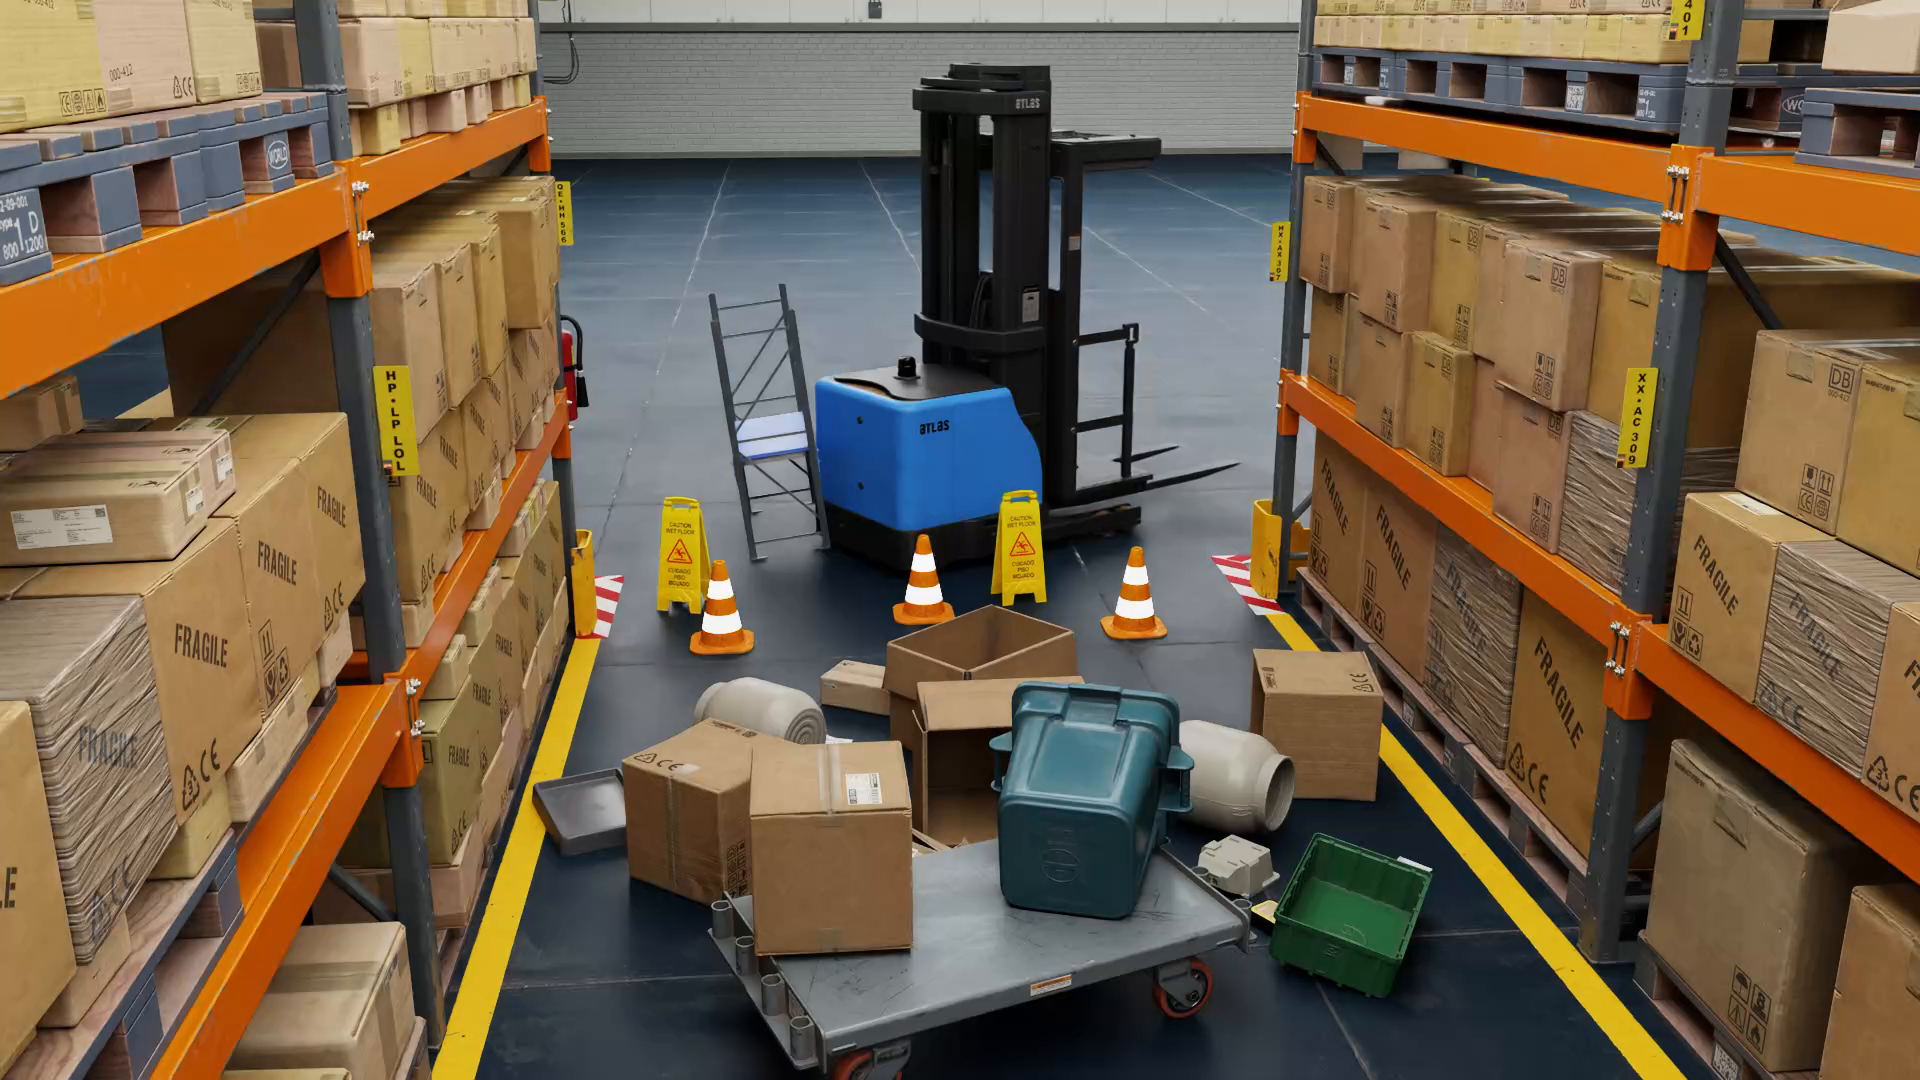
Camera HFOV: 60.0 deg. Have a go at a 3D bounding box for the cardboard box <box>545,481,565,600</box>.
[{"bbox_3d":[-2.260,0.019,8.247,0.500,0.500,0.500,-2,18,-5],"label":"cardboard box"}]

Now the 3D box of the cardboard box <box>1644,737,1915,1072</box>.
[{"bbox_3d":[2.877,1.098,5.226,1.050,0.750,0.750,-2,18,-6],"label":"cardboard box"}]

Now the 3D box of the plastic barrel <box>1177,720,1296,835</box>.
[{"bbox_3d":[1.081,0.982,6.844,0.512,0.421,0.421,11,21,32],"label":"plastic barrel"}]

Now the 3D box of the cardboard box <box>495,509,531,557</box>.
[{"bbox_3d":[-2.107,-0.030,7.319,0.380,0.149,0.250,-1,17,-3],"label":"cardboard box"}]

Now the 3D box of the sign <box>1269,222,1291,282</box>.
[{"bbox_3d":[1.758,-1.584,9.138,0.100,0.325,0.005,-2,18,-6],"label":"sign"}]

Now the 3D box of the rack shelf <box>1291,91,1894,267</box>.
[{"bbox_3d":[2.517,-1.641,7.089,1.077,0.370,4.000,-2,18,-6],"label":"rack shelf"}]

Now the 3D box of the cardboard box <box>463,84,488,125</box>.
[{"bbox_3d":[-2.084,-1.723,6.569,0.380,0.149,0.250,-2,18,-6],"label":"cardboard box"}]

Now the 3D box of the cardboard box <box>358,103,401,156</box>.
[{"bbox_3d":[-1.947,-1.266,5.112,0.380,0.149,0.250,-2,18,-6],"label":"cardboard box"}]

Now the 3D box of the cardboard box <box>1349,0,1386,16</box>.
[{"bbox_3d":[2.159,-2.595,7.814,0.500,0.250,0.500,-2,18,-6],"label":"cardboard box"}]

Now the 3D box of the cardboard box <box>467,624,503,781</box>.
[{"bbox_3d":[-2.049,0.636,6.279,0.500,0.500,0.500,-1,17,-3],"label":"cardboard box"}]

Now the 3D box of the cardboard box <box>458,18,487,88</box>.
[{"bbox_3d":[-2.118,-1.868,6.366,0.500,0.250,0.500,-2,18,-5],"label":"cardboard box"}]

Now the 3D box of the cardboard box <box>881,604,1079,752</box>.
[{"bbox_3d":[0.097,0.670,7.701,0.637,0.503,0.797,16,24,42],"label":"cardboard box"}]

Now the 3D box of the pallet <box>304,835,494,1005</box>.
[{"bbox_3d":[-2.294,1.357,6.001,1.003,0.211,1.213,-2,18,-6],"label":"pallet"}]

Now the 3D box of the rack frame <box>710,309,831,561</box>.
[{"bbox_3d":[-1.137,-0.621,10.059,0.500,1.500,0.032,-9,18,-6],"label":"rack frame"}]

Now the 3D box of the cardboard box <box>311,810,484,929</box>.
[{"bbox_3d":[-1.982,1.153,5.885,0.500,0.250,0.500,-3,18,-8],"label":"cardboard box"}]

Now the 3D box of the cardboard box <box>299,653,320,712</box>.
[{"bbox_3d":[-1.852,0.369,4.211,0.380,0.149,0.250,-2,18,-7],"label":"cardboard box"}]

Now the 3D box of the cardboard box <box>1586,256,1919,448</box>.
[{"bbox_3d":[2.720,-0.655,5.702,0.875,0.550,0.550,-2,18,-6],"label":"cardboard box"}]

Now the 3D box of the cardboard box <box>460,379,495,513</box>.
[{"bbox_3d":[-2.072,-0.402,6.287,0.500,0.500,0.500,-2,18,-6],"label":"cardboard box"}]

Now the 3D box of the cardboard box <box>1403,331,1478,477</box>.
[{"bbox_3d":[2.501,-0.621,7.396,0.875,0.550,0.500,-2,18,-6],"label":"cardboard box"}]

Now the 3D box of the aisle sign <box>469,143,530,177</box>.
[{"bbox_3d":[-2.320,-2.233,8.443,0.394,0.787,0.004,-2,18,-6],"label":"aisle sign"}]

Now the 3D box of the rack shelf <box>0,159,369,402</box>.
[{"bbox_3d":[-1.983,-0.266,2.710,1.077,0.370,4.000,-2,18,-6],"label":"rack shelf"}]

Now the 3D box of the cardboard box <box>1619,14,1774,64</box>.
[{"bbox_3d":[2.368,-1.615,5.357,0.380,0.149,0.250,-2,18,-6],"label":"cardboard box"}]

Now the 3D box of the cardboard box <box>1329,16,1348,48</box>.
[{"bbox_3d":[2.054,-2.520,8.240,0.380,0.149,0.250,-2,18,-5],"label":"cardboard box"}]

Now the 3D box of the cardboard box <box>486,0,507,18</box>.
[{"bbox_3d":[-2.241,-2.412,7.433,0.380,0.149,0.250,-2,18,-6],"label":"cardboard box"}]

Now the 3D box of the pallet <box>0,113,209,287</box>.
[{"bbox_3d":[-2.122,-0.619,2.948,1.213,0.211,1.003,-2,18,-6],"label":"pallet"}]

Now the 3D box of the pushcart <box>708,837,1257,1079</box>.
[{"bbox_3d":[0.073,1.392,5.614,1.648,0.377,0.936,-8,19,-25],"label":"pushcart"}]

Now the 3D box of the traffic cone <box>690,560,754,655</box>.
[{"bbox_3d":[-1.275,0.333,8.844,0.336,0.463,0.334,-2,18,-6],"label":"traffic cone"}]

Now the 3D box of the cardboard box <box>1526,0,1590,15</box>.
[{"bbox_3d":[2.365,-1.996,5.905,0.500,0.250,0.500,-2,18,-6],"label":"cardboard box"}]

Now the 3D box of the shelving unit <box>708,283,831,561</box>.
[{"bbox_3d":[-1.215,-0.771,10.538,0.538,1.500,1.048,-9,18,-6],"label":"shelving unit"}]

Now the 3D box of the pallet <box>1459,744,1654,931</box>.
[{"bbox_3d":[2.723,1.144,6.679,1.003,0.211,1.213,-2,18,-6],"label":"pallet"}]

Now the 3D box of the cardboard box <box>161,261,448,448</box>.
[{"bbox_3d":[-2.019,-0.578,5.179,0.700,0.500,0.500,-2,18,-6],"label":"cardboard box"}]

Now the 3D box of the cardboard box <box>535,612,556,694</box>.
[{"bbox_3d":[-2.206,0.533,7.861,0.500,0.250,0.500,-2,18,-5],"label":"cardboard box"}]

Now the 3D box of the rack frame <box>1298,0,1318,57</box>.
[{"bbox_3d":[2.311,-4.011,8.430,1.000,3.000,0.127,-2,18,-6],"label":"rack frame"}]

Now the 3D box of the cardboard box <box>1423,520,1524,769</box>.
[{"bbox_3d":[2.631,0.398,7.246,0.875,0.875,0.875,-2,18,-5],"label":"cardboard box"}]

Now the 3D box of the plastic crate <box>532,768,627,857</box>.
[{"bbox_3d":[-1.536,1.126,6.957,0.402,0.080,0.583,-8,19,-25],"label":"plastic crate"}]

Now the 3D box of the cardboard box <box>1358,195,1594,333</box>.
[{"bbox_3d":[2.382,-1.292,7.730,0.875,0.550,0.550,-2,18,-6],"label":"cardboard box"}]

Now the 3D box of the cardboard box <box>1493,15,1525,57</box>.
[{"bbox_3d":[2.263,-1.918,6.321,0.380,0.149,0.250,-2,17,-5],"label":"cardboard box"}]

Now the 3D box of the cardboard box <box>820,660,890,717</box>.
[{"bbox_3d":[-0.458,0.722,8.128,0.380,0.149,0.250,8,19,23],"label":"cardboard box"}]

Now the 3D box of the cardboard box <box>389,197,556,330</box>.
[{"bbox_3d":[-2.133,-1.187,7.118,0.700,0.500,0.500,-2,18,-6],"label":"cardboard box"}]

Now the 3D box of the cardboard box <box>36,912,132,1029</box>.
[{"bbox_3d":[-1.744,0.752,2.993,0.380,0.149,0.250,-1,17,-4],"label":"cardboard box"}]

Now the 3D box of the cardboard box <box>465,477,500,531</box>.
[{"bbox_3d":[-2.026,-0.139,6.532,0.380,0.149,0.250,-2,18,-5],"label":"cardboard box"}]

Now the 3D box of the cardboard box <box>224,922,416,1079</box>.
[{"bbox_3d":[-2.133,1.436,4.783,0.950,0.372,0.625,-2,17,-5],"label":"cardboard box"}]

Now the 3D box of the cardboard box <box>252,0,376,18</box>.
[{"bbox_3d":[-1.898,-1.570,4.749,0.380,0.149,0.250,-2,18,-7],"label":"cardboard box"}]

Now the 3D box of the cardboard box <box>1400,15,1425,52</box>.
[{"bbox_3d":[2.158,-2.220,7.284,0.380,0.149,0.250,-2,18,-6],"label":"cardboard box"}]

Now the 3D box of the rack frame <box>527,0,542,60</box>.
[{"bbox_3d":[-2.602,-3.828,7.847,1.000,3.000,0.127,-2,18,-6],"label":"rack frame"}]

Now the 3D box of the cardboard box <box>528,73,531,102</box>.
[{"bbox_3d":[-2.287,-2.179,8.023,0.380,0.149,0.250,-2,18,-5],"label":"cardboard box"}]

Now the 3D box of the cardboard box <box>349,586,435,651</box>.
[{"bbox_3d":[-1.903,0.242,5.317,0.380,0.149,0.250,-2,18,-6],"label":"cardboard box"}]

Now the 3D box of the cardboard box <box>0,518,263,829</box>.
[{"bbox_3d":[-1.814,0.268,3.450,0.500,0.500,0.500,-1,17,-4],"label":"cardboard box"}]

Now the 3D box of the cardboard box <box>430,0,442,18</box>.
[{"bbox_3d":[-2.086,-1.956,5.980,0.380,0.149,0.250,-2,18,-6],"label":"cardboard box"}]

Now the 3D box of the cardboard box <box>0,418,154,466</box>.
[{"bbox_3d":[-2.427,-0.015,4.354,0.500,0.500,0.500,-1,17,-4],"label":"cardboard box"}]

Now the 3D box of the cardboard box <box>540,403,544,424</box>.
[{"bbox_3d":[-2.209,-0.592,7.974,0.380,0.149,0.250,-2,18,-7],"label":"cardboard box"}]

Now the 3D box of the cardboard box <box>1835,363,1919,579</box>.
[{"bbox_3d":[2.836,-0.181,4.409,0.700,0.500,0.500,-2,18,-7],"label":"cardboard box"}]

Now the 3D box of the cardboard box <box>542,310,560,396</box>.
[{"bbox_3d":[-2.272,-1.002,8.198,0.500,0.500,0.500,-2,18,-7],"label":"cardboard box"}]

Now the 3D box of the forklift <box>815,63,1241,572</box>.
[{"bbox_3d":[0.565,-1.535,10.673,3.031,2.935,1.130,-13,22,-35],"label":"forklift"}]

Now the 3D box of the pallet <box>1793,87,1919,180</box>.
[{"bbox_3d":[2.867,-1.025,4.246,0.805,0.209,1.217,-2,18,-8],"label":"pallet"}]
